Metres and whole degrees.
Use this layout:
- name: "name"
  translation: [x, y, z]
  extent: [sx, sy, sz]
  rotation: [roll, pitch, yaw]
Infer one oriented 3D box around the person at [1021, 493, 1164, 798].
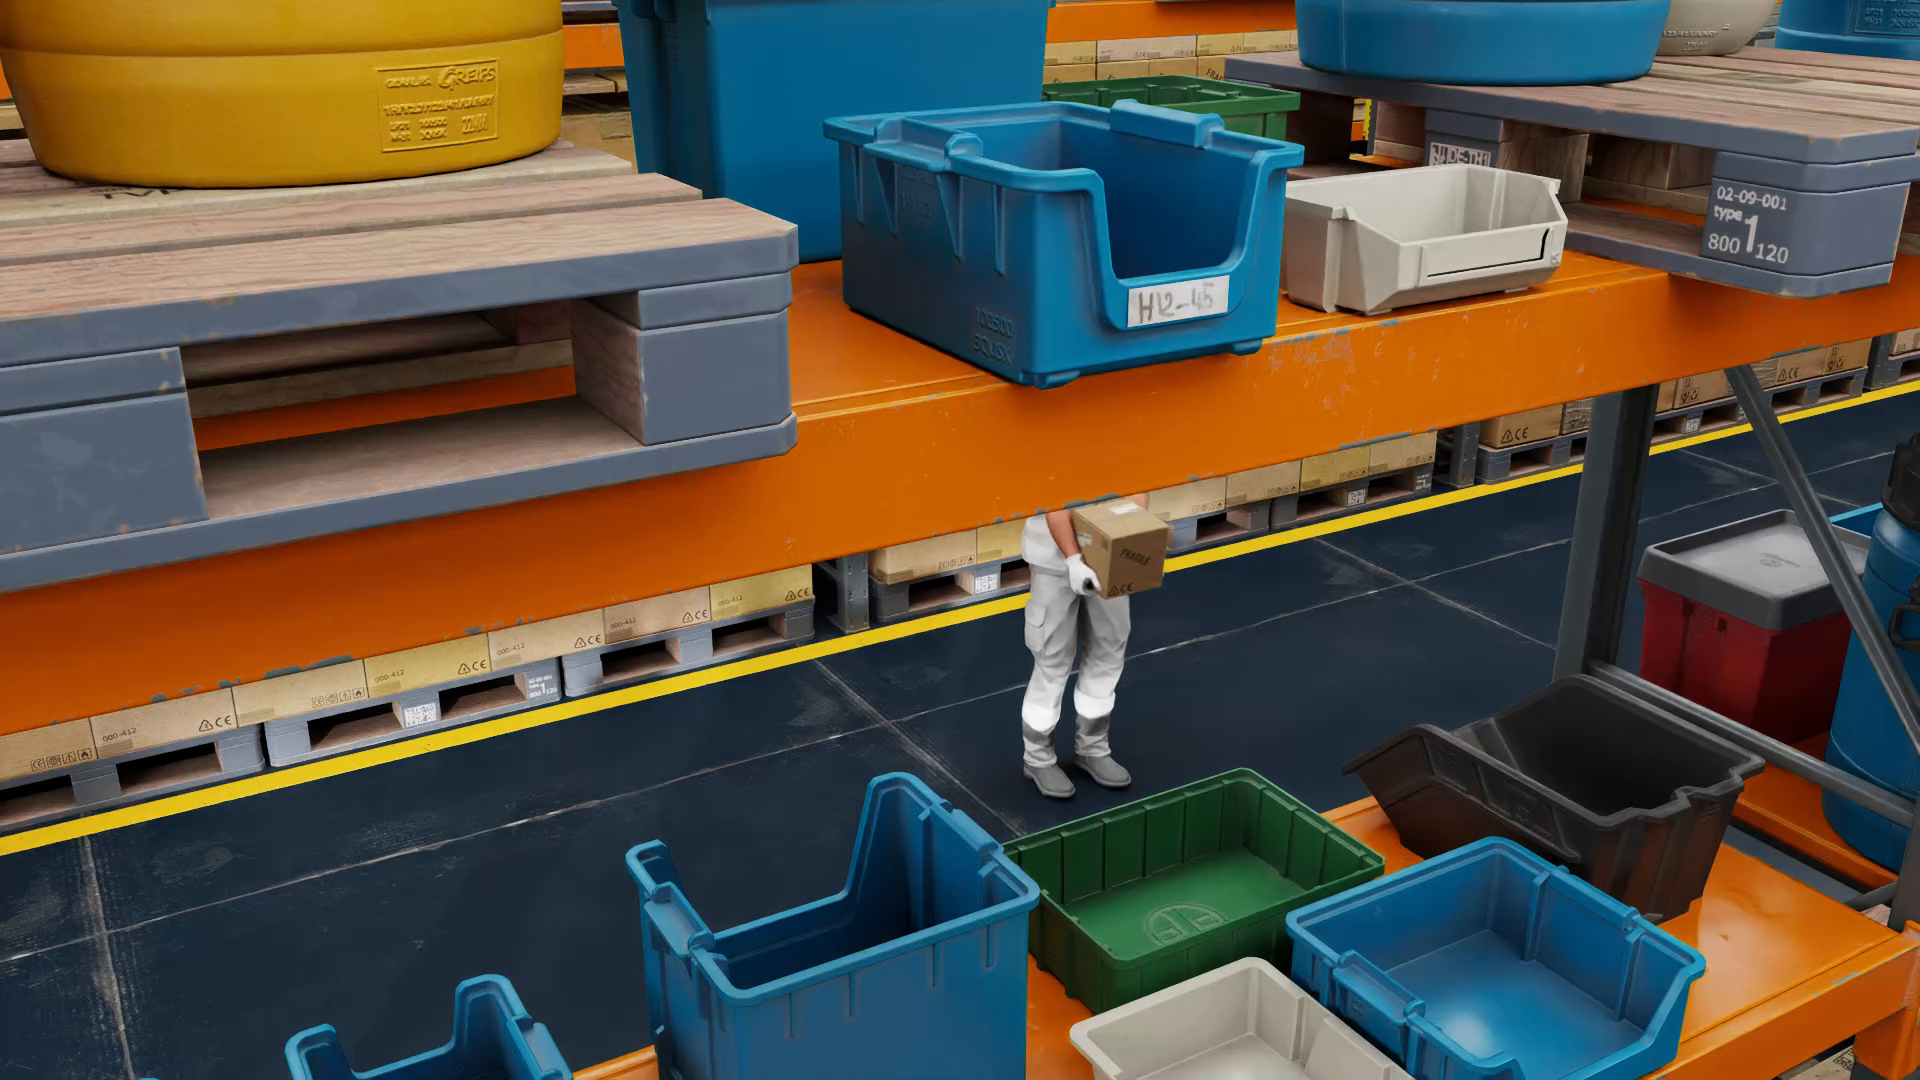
- name: "person"
  translation: [0.496, 0.126, 6.243]
  extent: [0.494, 1.782, 0.560]
  rotation: [-12, 24, -27]
